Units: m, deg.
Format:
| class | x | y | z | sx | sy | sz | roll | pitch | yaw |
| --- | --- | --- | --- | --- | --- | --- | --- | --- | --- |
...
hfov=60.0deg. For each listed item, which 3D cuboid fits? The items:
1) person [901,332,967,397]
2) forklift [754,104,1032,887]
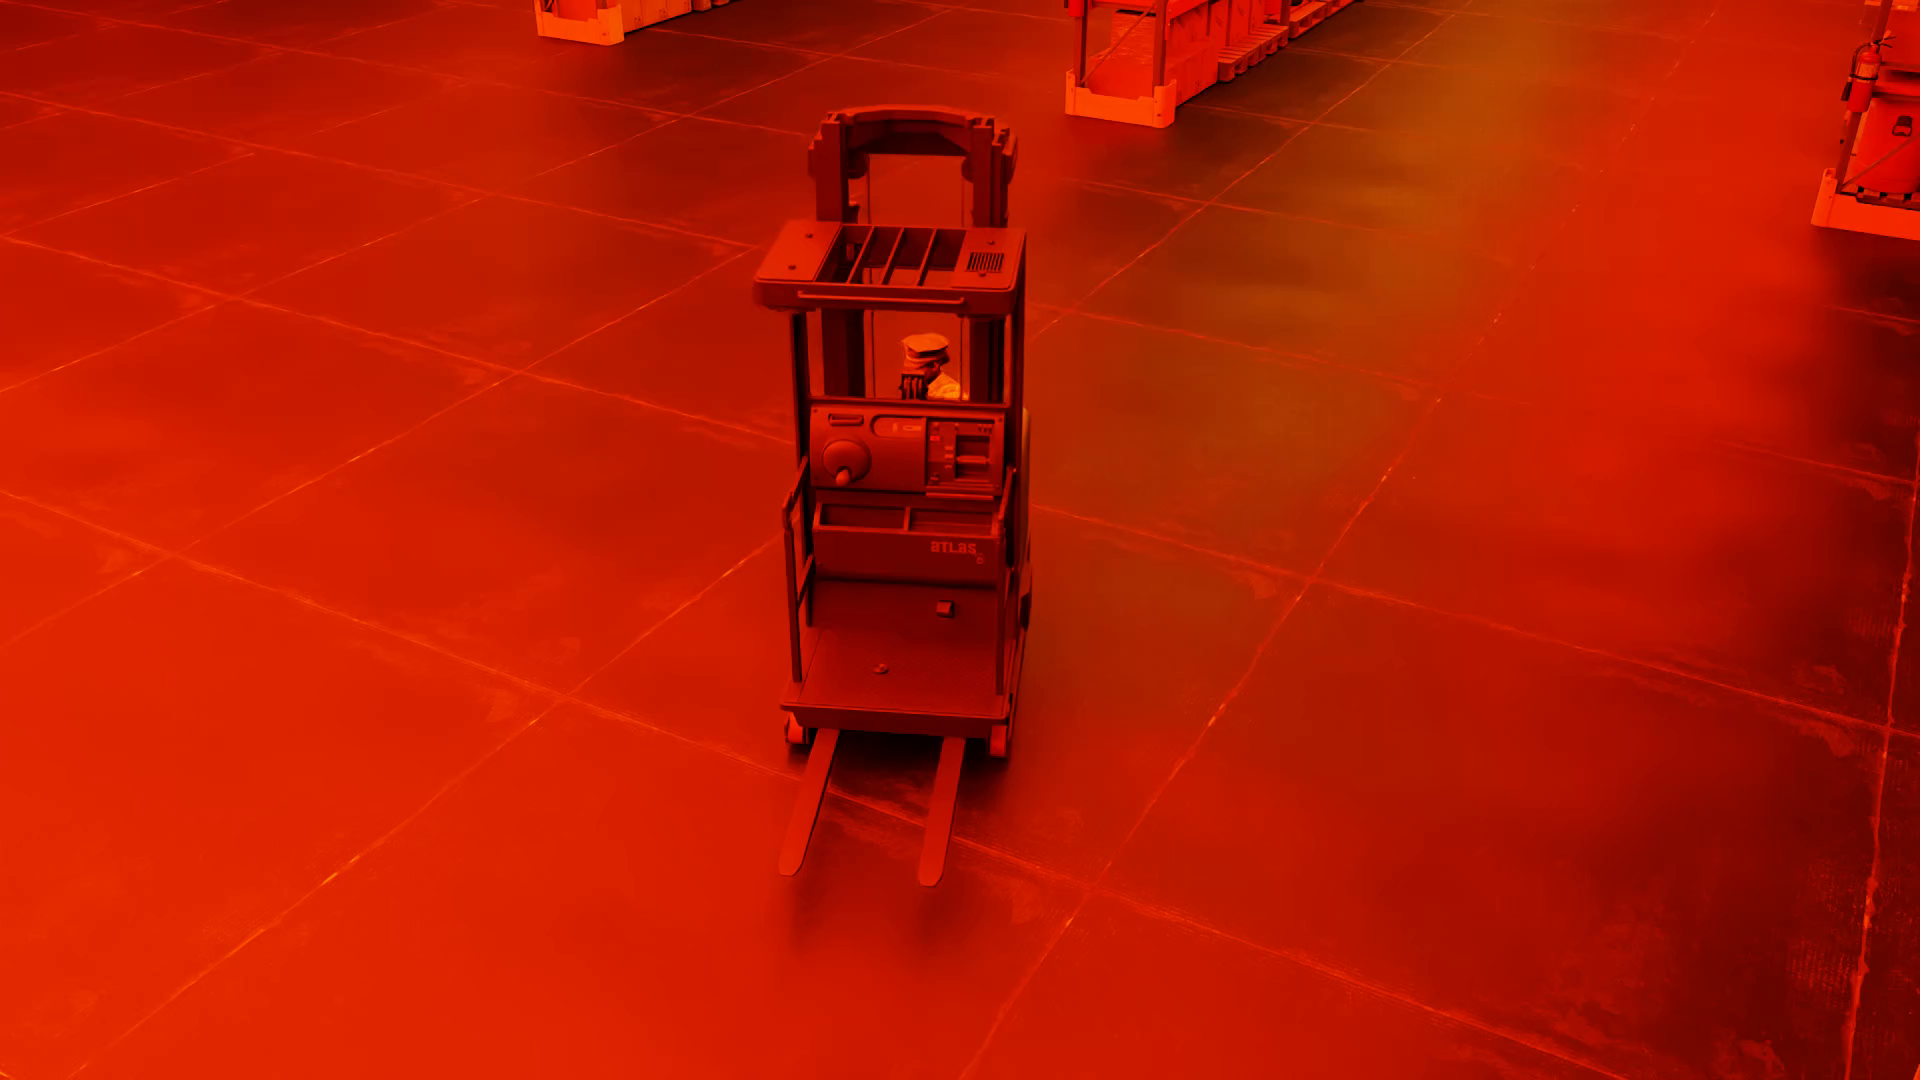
| class | x | y | z | sx | sy | sz | roll | pitch | yaw |
| --- | --- | --- | --- | --- | --- | --- | --- | --- | --- |
| person | -0.284 | -0.375 | 9.130 | 0.645 | 1.508 | 0.830 | -17 | 34 | -26 |
| forklift | -0.273 | -0.383 | 7.735 | 1.130 | 2.935 | 3.031 | 3 | 30 | 5 |
